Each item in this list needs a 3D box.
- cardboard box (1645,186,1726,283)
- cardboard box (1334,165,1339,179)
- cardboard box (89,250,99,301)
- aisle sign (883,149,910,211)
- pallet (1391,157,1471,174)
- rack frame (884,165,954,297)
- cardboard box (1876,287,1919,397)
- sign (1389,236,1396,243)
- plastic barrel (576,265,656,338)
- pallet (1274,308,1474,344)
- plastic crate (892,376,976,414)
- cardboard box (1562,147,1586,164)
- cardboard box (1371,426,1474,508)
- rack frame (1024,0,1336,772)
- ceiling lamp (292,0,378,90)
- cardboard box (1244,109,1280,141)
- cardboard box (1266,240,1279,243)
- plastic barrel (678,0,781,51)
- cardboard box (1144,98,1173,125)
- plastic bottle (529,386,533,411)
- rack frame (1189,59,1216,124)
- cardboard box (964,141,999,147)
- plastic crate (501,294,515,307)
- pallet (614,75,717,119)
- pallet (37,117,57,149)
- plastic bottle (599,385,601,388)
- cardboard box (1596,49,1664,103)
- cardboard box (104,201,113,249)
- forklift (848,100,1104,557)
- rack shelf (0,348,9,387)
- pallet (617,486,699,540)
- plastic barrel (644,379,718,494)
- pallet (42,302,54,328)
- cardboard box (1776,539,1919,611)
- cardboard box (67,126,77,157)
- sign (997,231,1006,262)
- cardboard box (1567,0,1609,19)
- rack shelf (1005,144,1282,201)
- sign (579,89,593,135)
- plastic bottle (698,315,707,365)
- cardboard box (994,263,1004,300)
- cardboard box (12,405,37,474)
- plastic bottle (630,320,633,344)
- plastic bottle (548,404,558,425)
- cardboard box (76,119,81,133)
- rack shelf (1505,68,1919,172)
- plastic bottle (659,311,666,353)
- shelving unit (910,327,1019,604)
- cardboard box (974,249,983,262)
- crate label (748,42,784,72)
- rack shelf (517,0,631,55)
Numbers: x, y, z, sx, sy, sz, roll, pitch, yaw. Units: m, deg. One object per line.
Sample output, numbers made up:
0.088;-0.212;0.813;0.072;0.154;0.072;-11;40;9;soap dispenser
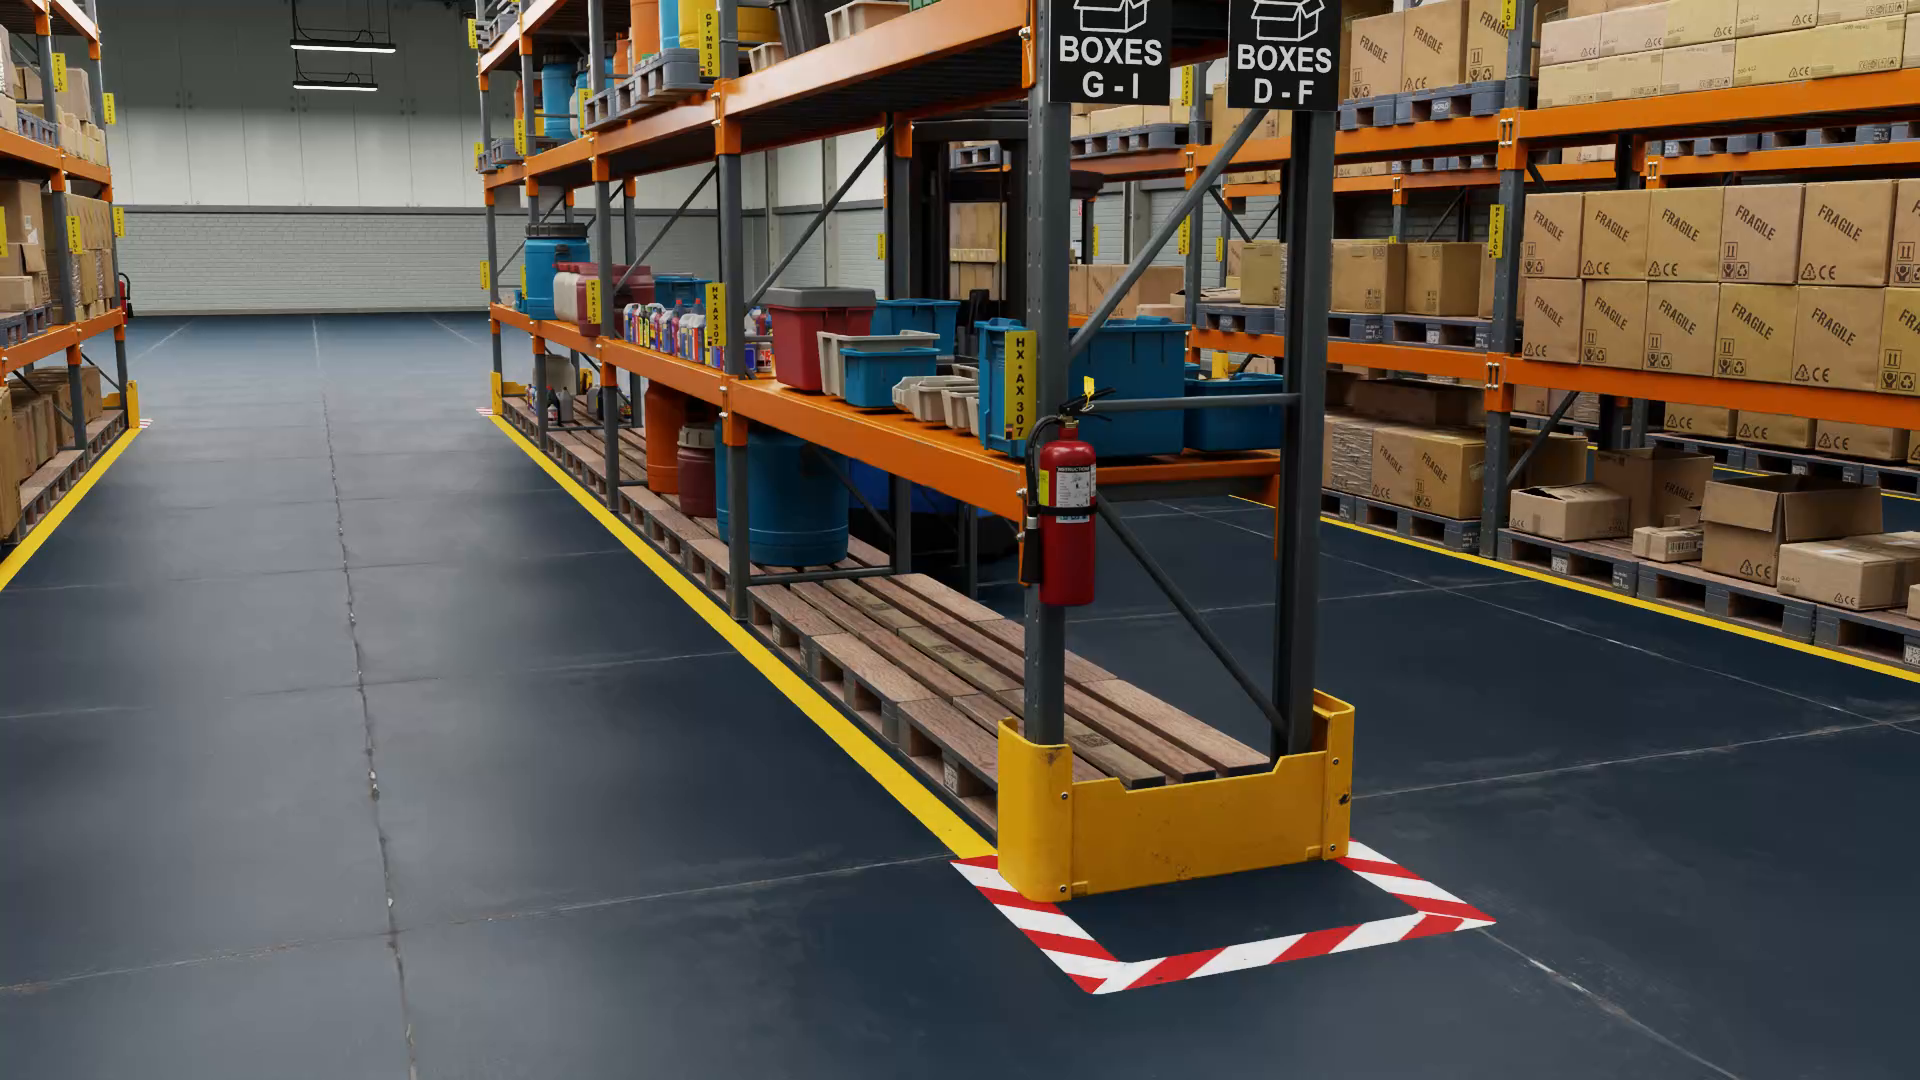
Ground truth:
4.139;-1.667;9.088;0.500;0.500;0.500;-4;11;-23;cardboard box
4.753;-4.784;20.839;0.500;0.500;0.500;-4;11;-23;cardboard box
-8.947;-2.583;16.240;0.875;0.500;0.500;-4;11;-21;cardboard box
-0.800;-4.619;21.397;0.394;0.787;0.004;-4;11;-21;aisle sign
5.699;-4.286;18.923;1.213;0.211;1.003;-4;11;-21;pallet
-0.491;-3.347;21.674;1.000;3.000;0.127;-4;11;-21;rack frame
4.700;-0.925;7.772;0.500;0.500;0.500;-4;11;-20;cardboard box
5.071;-3.400;19.497;0.100;0.325;0.005;-4;11;-21;sign
-2.660;-1.851;12.875;0.600;0.536;0.708;-4;11;-21;plastic barrel
3.117;-1.630;12.567;1.003;0.211;1.213;-4;11;-21;pallet
-0.115;-0.583;6.712;0.298;0.136;0.250;-4;11;-21;plastic crate
6.640;-4.112;17.053;0.797;0.503;0.637;-2;10;-13;cardboard box
3.240;-0.518;11.650;0.500;0.500;0.500;-4;11;-21;cardboard box
0.689;-0.422;5.228;1.000;3.000;0.127;-4;11;-21;rack frame
-15.751;-12.916;41.669;2.000;3.185;0.800;-4;11;-21;ceiling lamp
2.782;-3.415;13.205;0.910;0.500;0.500;-4;11;-21;cardboard box
4.369;-3.705;21.911;0.500;0.500;0.500;-4;11;-23;cardboard box
-1.280;-2.987;9.347;0.600;0.588;0.600;0;10;0;plastic barrel
1.984;-3.806;14.917;0.500;0.250;0.500;-4;11;-19;cardboard box
-4.618;-1.535;18.021;0.097;0.271;0.097;0;10;0;plastic bottle
2.408;-4.995;13.807;1.000;3.000;0.127;-4;11;-21;rack frame
0.267;-4.503;18.723;0.380;0.149;0.250;-4;11;-21;cardboard box
-5.085;-2.737;18.997;0.298;0.136;0.250;-4;11;-21;plastic crate
-1.549;-2.765;10.376;1.003;0.211;1.213;-4;11;-21;pallet
-8.151;-3.343;13.621;1.213;0.211;1.003;-4;11;-21;pallet
-3.855;-1.582;18.055;0.144;0.351;0.185;-3;11;-19;plastic bottle
3.981;-2.615;9.418;0.500;0.250;0.500;-4;11;-21;cardboard box
-9.296;-3.333;17.604;0.500;0.500;0.500;-4;11;-21;cardboard box
0.342;-1.551;11.772;1.130;2.935;3.031;5;11;25;forklift
-6.101;-0.733;9.029;1.077;0.370;4.000;-4;11;-21;rack shelf
-1.885;-0.229;12.104;1.003;0.211;1.213;-4;11;-21;pallet
-2.017;-0.787;12.279;0.600;0.830;0.708;-4;11;-21;plastic barrel
-8.134;-1.838;13.736;1.003;0.211;1.213;-4;11;-21;pallet
4.564;0.171;8.487;0.500;0.250;0.500;-4;11;-21;cardboard box
-8.397;-3.645;15.211;0.500;0.250;0.500;-4;11;-21;cardboard box
0.442;-3.124;17.721;0.100;0.325;0.005;-4;11;-21;sign
4.069;-3.330;9.870;0.700;0.500;0.500;-4;11;-21;cardboard box
1.683;-3.491;15.968;1.077;0.370;4.000;-4;11;-21;rack shelf
-2.720;-3.117;12.113;0.100;0.325;0.005;-4;11;-21;sign
-1.465;-1.210;9.799;0.144;0.351;0.185;-4;11;-21;plastic bottle
0.792;-2.816;18.399;0.700;0.500;0.500;-4;11;-22;cardboard box
-7.715;-0.780;13.124;0.700;0.500;0.500;-5;11;-26;cardboard box
-2.303;-1.502;11.868;0.097;0.201;0.097;0;10;0;plastic bottle
-4.081;-1.259;16.668;0.097;0.201;0.097;0;10;0;plastic bottle
-8.813;-4.033;16.250;0.380;0.149;0.250;-4;11;-24;cardboard box
4.582;-2.185;8.627;1.077;0.370;4.000;-4;11;-21;rack shelf
-1.919;-1.364;10.892;0.097;0.271;0.097;0;10;0;plastic bottle
0.036;-0.476;9.812;0.538;1.500;1.048;-5;11;-27;shelving unit
0.379;-3.220;18.818;0.380;0.149;0.250;-4;11;-21;cardboard box
-0.852;-2.324;8.107;0.293;0.136;0.466;-4;11;-21;crate label
-2.935;-4.457;13.977;1.077;0.370;4.000;-4;11;-21;rack shelf
